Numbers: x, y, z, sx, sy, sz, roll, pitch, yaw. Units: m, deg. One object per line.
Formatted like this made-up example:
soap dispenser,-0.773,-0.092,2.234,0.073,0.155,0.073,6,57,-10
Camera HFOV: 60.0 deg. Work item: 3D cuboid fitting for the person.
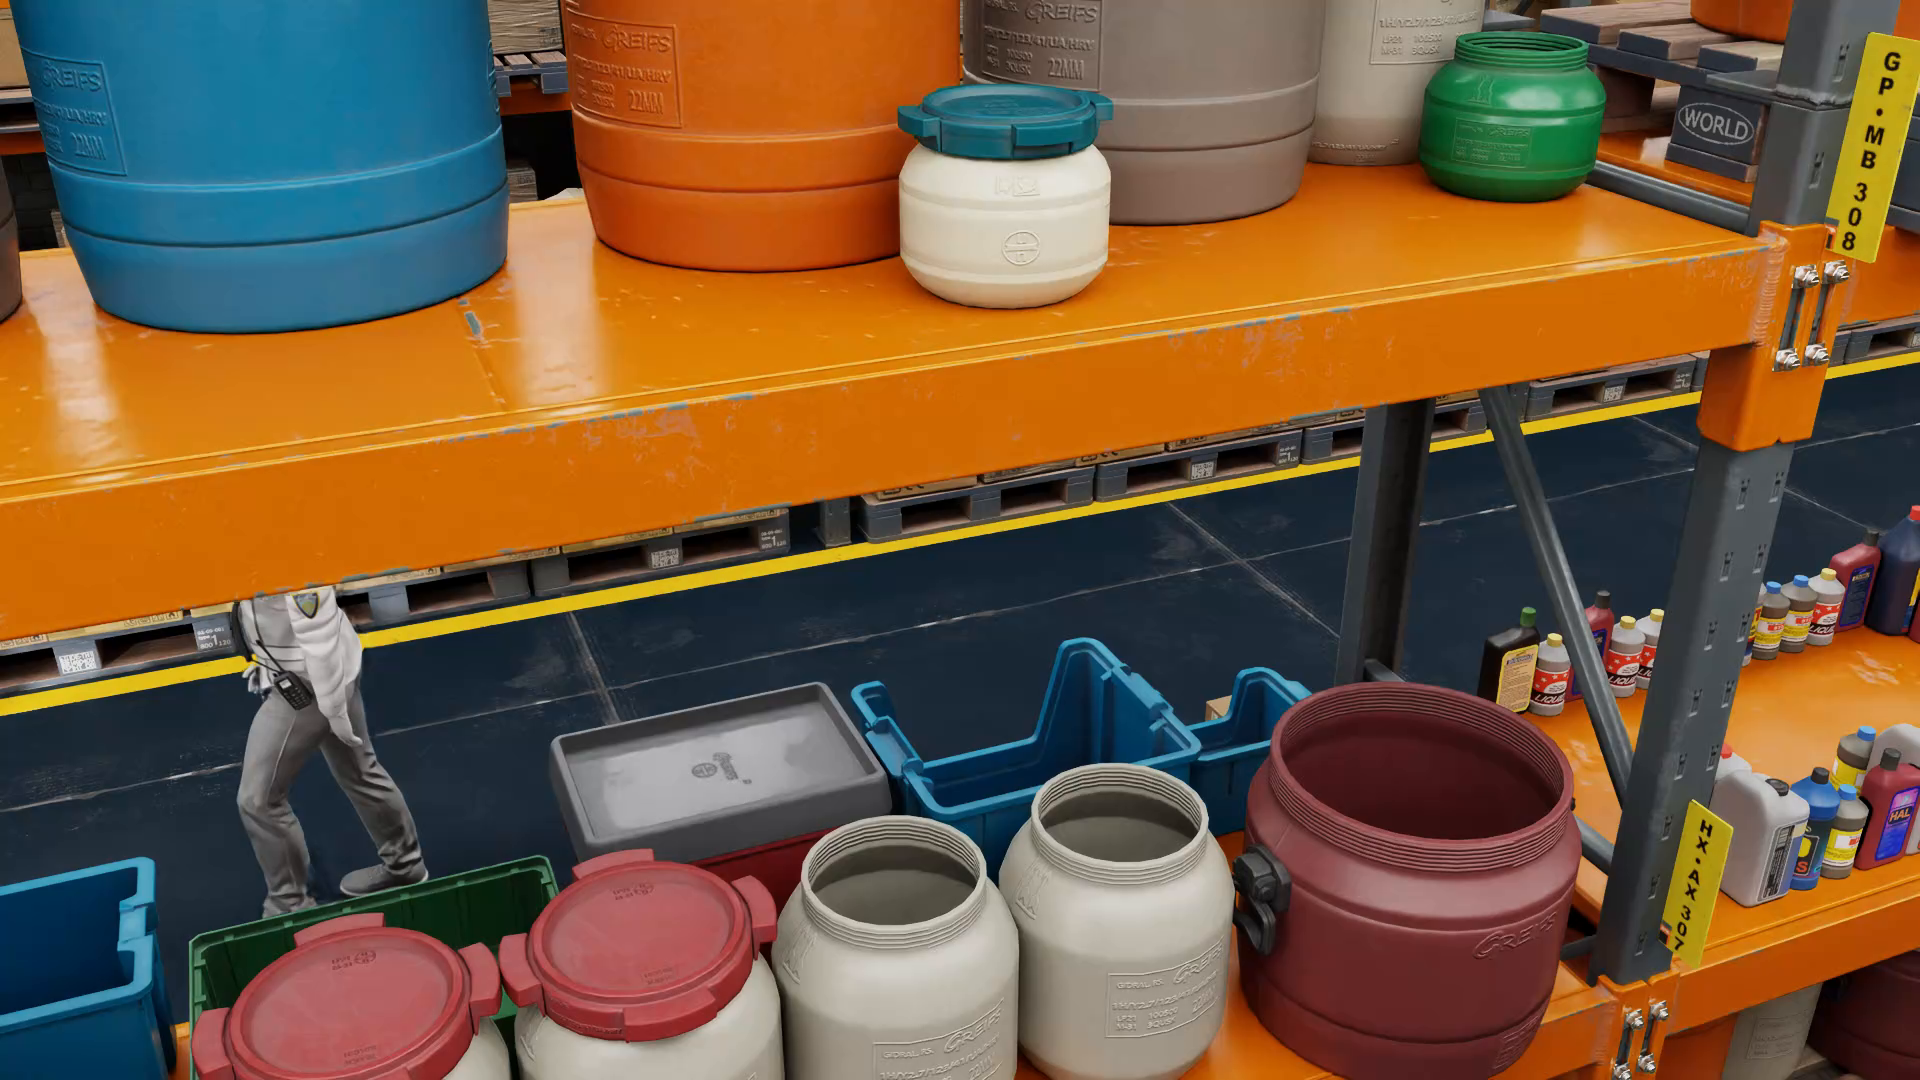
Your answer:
person,-2.059,0.471,5.152,0.585,1.747,0.491,-5,27,-11
